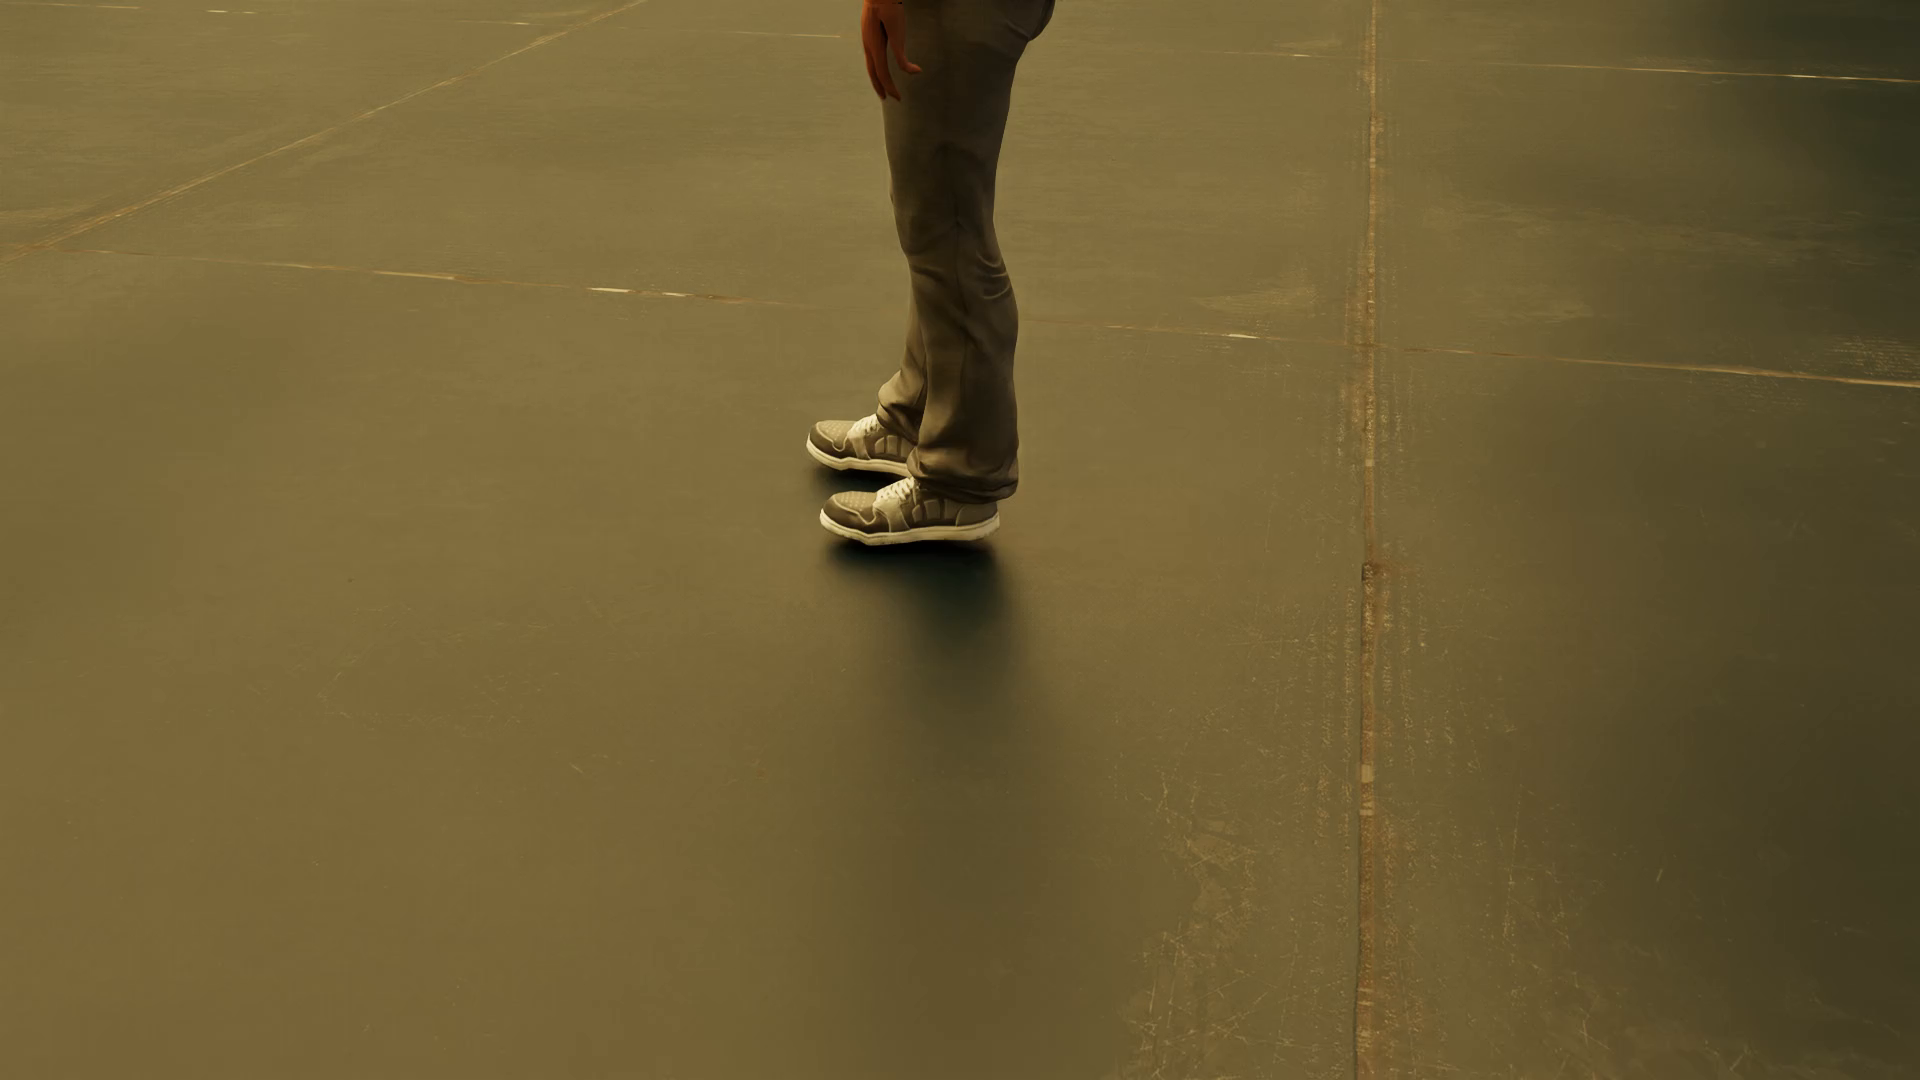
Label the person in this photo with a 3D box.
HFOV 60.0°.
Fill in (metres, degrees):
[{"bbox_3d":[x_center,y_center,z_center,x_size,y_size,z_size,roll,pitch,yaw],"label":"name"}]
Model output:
[{"bbox_3d":[-0.070,-0.726,2.167,0.473,1.584,0.521,6,27,11],"label":"person"}]
